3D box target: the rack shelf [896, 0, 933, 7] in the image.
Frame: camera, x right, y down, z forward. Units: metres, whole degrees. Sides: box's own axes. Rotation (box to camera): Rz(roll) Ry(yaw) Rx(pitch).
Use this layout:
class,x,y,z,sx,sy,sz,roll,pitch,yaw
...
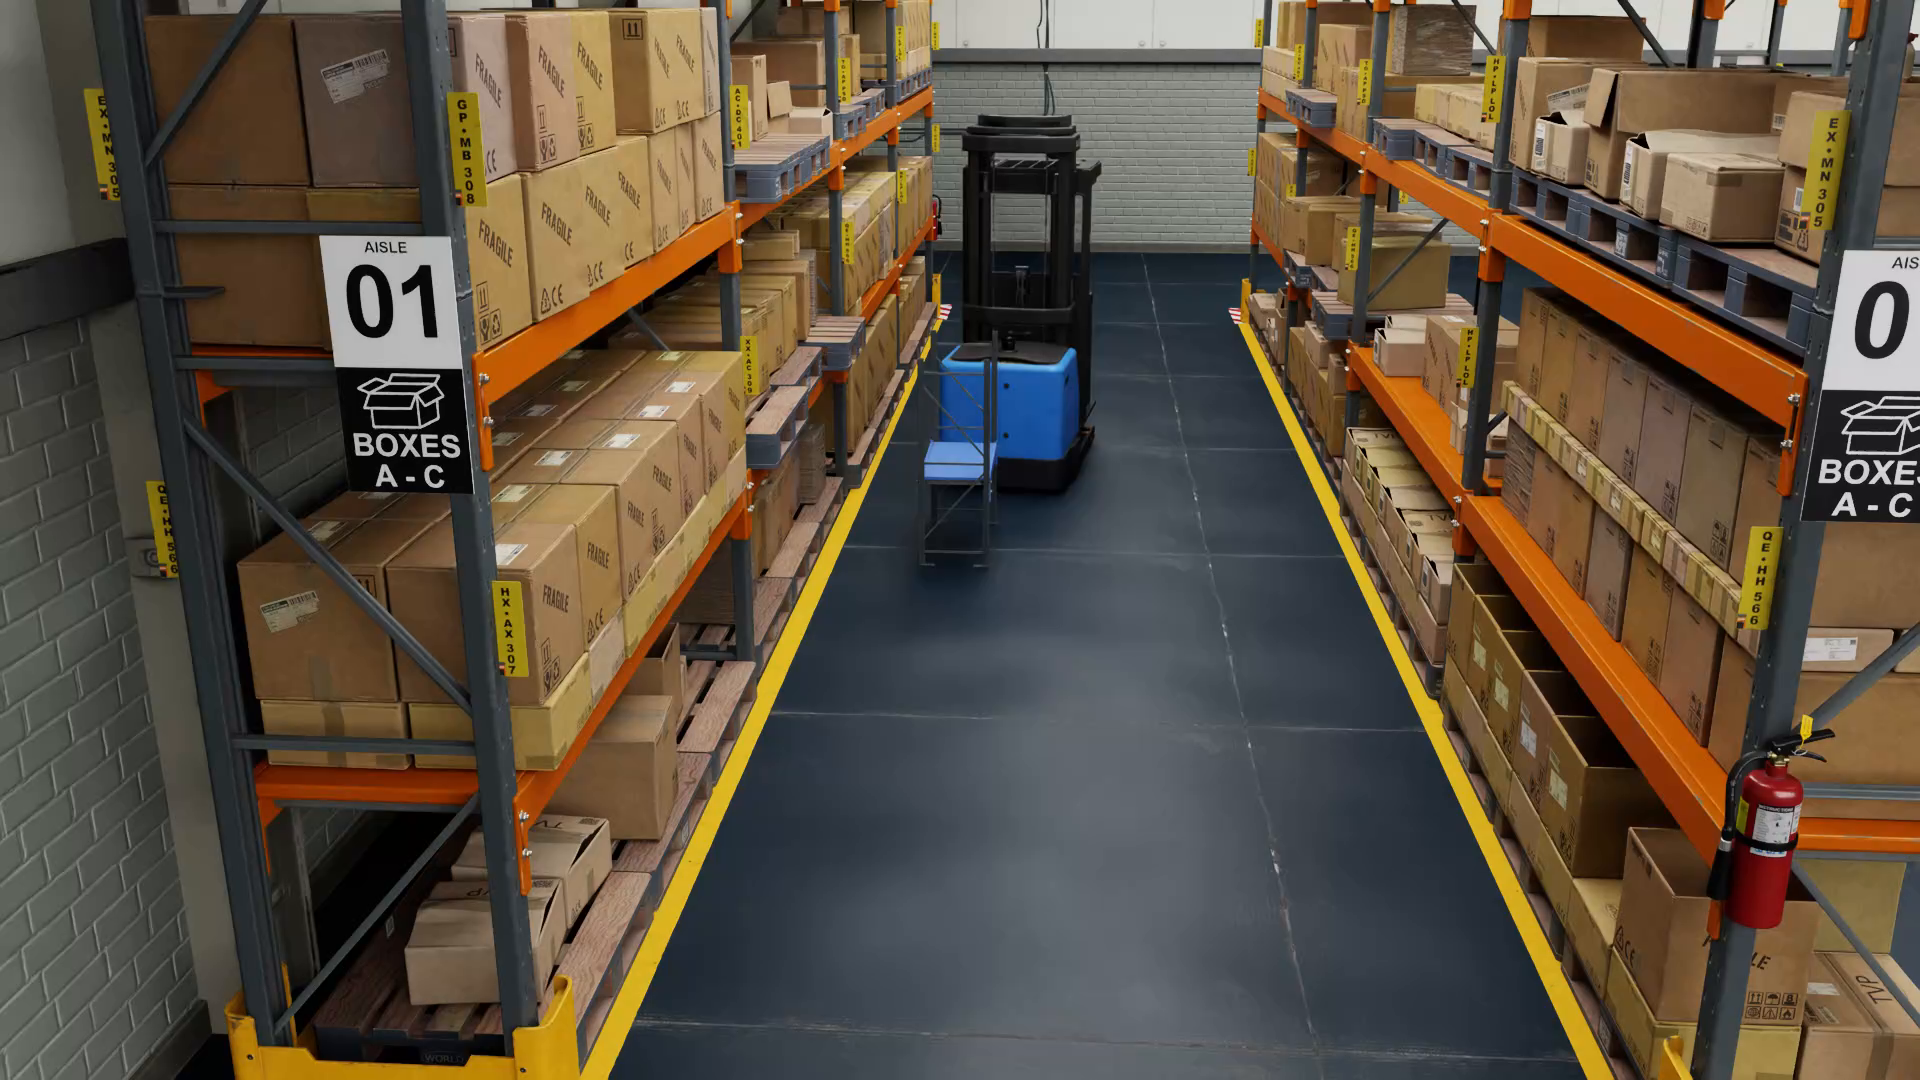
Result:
class,x,y,z,sx,sy,sz,roll,pitch,yaw
rack shelf,-0.985,-5.981,18.021,1.077,0.370,4.000,1,18,4

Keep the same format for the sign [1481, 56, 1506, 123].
class,x,y,z,sx,sy,sz,roll,pitch,yaw
sign,2.698,-2.276,8.400,0.100,0.325,0.005,1,18,4

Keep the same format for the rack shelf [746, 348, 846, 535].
class,x,y,z,sx,sy,sz,roll,pitch,yaw
rack shelf,-1.558,-0.835,11.311,1.077,0.370,4.000,1,18,4

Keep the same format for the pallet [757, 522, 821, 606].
class,x,y,z,sx,sy,sz,roll,pitch,yaw
pallet,-1.562,0.147,11.635,1.003,0.211,1.213,1,18,4

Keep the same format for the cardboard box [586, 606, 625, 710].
class,x,y,z,sx,sy,sz,roll,pitch,yaw
cardboard box,-1.614,0.442,6.466,0.500,0.250,0.500,1,18,2

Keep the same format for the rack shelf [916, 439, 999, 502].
class,x,y,z,sx,sy,sz,roll,pitch,yaw
rack shelf,-0.006,-0.515,12.165,0.538,0.185,1.000,1,18,4

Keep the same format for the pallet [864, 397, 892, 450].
class,x,y,z,sx,sy,sz,roll,pitch,yaw
pallet,-1.193,-1.094,15.424,1.003,0.211,1.213,1,18,4

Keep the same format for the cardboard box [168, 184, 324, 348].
class,x,y,z,sx,sy,sz,roll,pitch,yaw
cardboard box,-2.211,-0.931,5.439,0.500,0.500,0.500,3,18,8

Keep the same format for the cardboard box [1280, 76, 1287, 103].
class,x,y,z,sx,sy,sz,roll,pitch,yaw
cardboard box,3.656,-4.753,17.535,0.500,0.250,0.500,1,18,4

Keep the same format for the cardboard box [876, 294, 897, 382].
class,x,y,z,sx,sy,sz,roll,pitch,yaw
cardboard box,-1.045,-2.014,16.530,0.750,0.750,0.750,1,18,5

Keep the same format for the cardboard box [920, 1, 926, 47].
class,x,y,z,sx,sy,sz,roll,pitch,yaw
cardboard box,-0.668,-5.852,18.850,0.500,0.500,0.500,2,18,6

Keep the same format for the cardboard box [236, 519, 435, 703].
class,x,y,z,sx,sy,sz,roll,pitch,yaw
cardboard box,-2.167,0.240,5.876,0.500,0.500,0.500,1,18,3

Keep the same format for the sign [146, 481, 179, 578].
class,x,y,z,sx,sy,sz,roll,pitch,yaw
sign,-2.541,-0.033,5.339,0.100,0.325,0.005,1,18,4

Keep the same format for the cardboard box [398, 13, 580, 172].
class,x,y,z,sx,sy,sz,roll,pitch,yaw
cardboard box,-1.632,-1.540,5.691,0.500,0.500,0.500,1,18,3

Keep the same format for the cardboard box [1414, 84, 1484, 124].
class,x,y,z,sx,sy,sz,roll,pitch,yaw
cardboard box,3.550,-3.101,11.817,0.500,0.250,0.500,0,18,0

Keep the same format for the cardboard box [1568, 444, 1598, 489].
class,x,y,z,sx,sy,sz,roll,pitch,yaw
cardboard box,2.939,-0.323,7.389,0.380,0.149,0.250,1,18,2

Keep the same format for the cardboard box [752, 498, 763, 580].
class,x,y,z,sx,sy,sz,roll,pitch,yaw
cardboard box,-1.678,0.032,10.816,0.700,0.500,0.500,1,18,3

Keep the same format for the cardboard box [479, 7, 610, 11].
class,x,y,z,sx,sy,sz,roll,pitch,yaw
cardboard box,-2.022,-2.368,8.216,0.500,0.500,0.500,2,18,5

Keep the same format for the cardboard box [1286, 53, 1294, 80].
class,x,y,z,sx,sy,sz,roll,pitch,yaw
cardboard box,3.616,-4.835,16.983,0.500,0.250,0.500,1,18,4

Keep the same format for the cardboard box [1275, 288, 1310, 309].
class,x,y,z,sx,sy,sz,roll,pitch,yaw
cardboard box,3.943,-2.538,18.653,0.797,0.503,0.637,1,18,4

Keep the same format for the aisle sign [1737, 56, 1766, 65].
class,x,y,z,sx,sy,sz,roll,pitch,yaw
aisle sign,9.338,-5.313,19.646,0.394,0.787,0.004,1,18,4

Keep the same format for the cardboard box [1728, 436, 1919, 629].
class,x,y,z,sx,sy,sz,roll,pitch,yaw
cardboard box,3.003,-0.030,5.452,0.700,0.500,0.500,1,18,4

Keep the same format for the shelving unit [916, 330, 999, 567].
class,x,y,z,sx,sy,sz,roll,pitch,yaw
shelving unit,-0.006,-0.686,12.109,0.538,1.500,1.048,1,18,4

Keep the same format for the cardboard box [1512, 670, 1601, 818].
class,x,y,z,sx,sy,sz,roll,pitch,yaw
cardboard box,2.789,0.907,7.375,0.500,0.500,0.500,1,18,4

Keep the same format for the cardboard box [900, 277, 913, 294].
class,x,y,z,sx,sy,sz,roll,pitch,yaw
cardboard box,-0.728,-2.855,18.617,0.380,0.149,0.250,1,18,2

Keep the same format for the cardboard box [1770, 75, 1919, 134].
class,x,y,z,sx,sy,sz,roll,pitch,yaw
cardboard box,3.345,-1.453,6.163,0.500,0.500,0.500,1,18,4

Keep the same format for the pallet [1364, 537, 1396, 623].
class,x,y,z,sx,sy,sz,roll,pitch,yaw
pallet,3.338,0.269,11.264,1.003,0.211,1.213,1,18,4

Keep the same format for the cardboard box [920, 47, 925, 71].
class,x,y,z,sx,sy,sz,roll,pitch,yaw
cardboard box,-0.665,-5.489,18.947,0.500,0.250,0.500,1,18,2

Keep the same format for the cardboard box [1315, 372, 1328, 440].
class,x,y,z,sx,sy,sz,roll,pitch,yaw
cardboard box,3.397,-1.167,14.474,0.500,0.500,0.500,1,18,2

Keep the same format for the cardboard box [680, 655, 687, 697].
class,x,y,z,sx,sy,sz,roll,pitch,yaw
cardboard box,-1.710,0.748,9.166,0.380,0.166,0.250,-1,18,-3

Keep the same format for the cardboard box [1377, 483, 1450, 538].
class,x,y,z,sx,sy,sz,roll,pitch,yaw
cardboard box,3.092,-0.211,11.090,0.500,0.311,0.500,1,18,3

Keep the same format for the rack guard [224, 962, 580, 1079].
class,x,y,z,sx,sy,sz,roll,pitch,yaw
rack guard,-1.983,1.850,5.973,1.175,0.500,0.348,1,18,4

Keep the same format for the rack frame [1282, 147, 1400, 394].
class,x,y,z,sx,sy,sz,roll,pitch,yaw
rack frame,3.813,-2.931,16.552,1.000,3.000,0.127,1,18,4

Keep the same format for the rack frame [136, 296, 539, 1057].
class,x,y,z,sx,sy,sz,roll,pitch,yaw
rack frame,-1.988,0.686,5.512,1.000,3.000,0.127,1,18,4

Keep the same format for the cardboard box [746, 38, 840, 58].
class,x,y,z,sx,sy,sz,roll,pitch,yaw
cardboard box,-1.399,-3.970,14.036,0.700,0.500,0.500,2,18,7

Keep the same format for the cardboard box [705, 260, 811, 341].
class,x,y,z,sx,sy,sz,roll,pitch,yaw
cardboard box,-1.452,-1.735,12.032,0.700,0.500,0.500,0,18,-1

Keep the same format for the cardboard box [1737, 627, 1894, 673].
class,x,y,z,sx,sy,sz,roll,pitch,yaw
cardboard box,2.790,0.317,5.436,0.380,0.149,0.250,1,18,3

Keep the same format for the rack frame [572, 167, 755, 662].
class,x,y,z,sx,sy,sz,roll,pitch,yaw
rack frame,-1.702,-0.556,9.303,1.000,3.000,0.127,1,18,4

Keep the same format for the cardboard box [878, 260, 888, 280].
class,x,y,z,sx,sy,sz,roll,pitch,yaw
cardboard box,-0.888,-2.578,15.844,0.380,0.149,0.250,1,18,4

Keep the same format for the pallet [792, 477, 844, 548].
class,x,y,z,sx,sy,sz,roll,pitch,yaw
pallet,-1.472,-0.231,12.788,1.003,0.211,1.213,1,18,4

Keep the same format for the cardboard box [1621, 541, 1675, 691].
class,x,y,z,sx,sy,sz,roll,pitch,yaw
cardboard box,3.073,0.286,6.572,0.700,0.500,0.500,1,18,4

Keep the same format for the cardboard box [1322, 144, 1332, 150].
class,x,y,z,sx,sy,sz,roll,pitch,yaw
cardboard box,4.237,-4.074,18.274,0.500,0.500,0.500,2,18,6

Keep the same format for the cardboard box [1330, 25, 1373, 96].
class,x,y,z,sx,sy,sz,roll,pitch,yaw
cardboard box,3.678,-4.288,14.881,0.600,0.600,0.600,1,18,3

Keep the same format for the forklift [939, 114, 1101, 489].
class,x,y,z,sx,sy,sz,roll,pitch,yaw
forklift,0.615,-2.224,14.504,1.130,2.935,3.031,4,18,11

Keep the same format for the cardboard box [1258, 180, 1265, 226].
class,x,y,z,sx,sy,sz,roll,pitch,yaw
cardboard box,3.773,-3.929,19.436,0.500,0.500,0.500,1,18,3

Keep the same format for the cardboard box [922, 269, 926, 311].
class,x,y,z,sx,sy,sz,roll,pitch,yaw
cardboard box,-0.792,-3.075,20.331,0.700,0.500,0.500,1,18,4

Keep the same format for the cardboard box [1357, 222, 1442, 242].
class,x,y,z,sx,sy,sz,roll,pitch,yaw
cardboard box,3.715,-2.414,14.138,0.700,0.500,0.500,5,19,14

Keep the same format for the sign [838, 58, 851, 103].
class,x,y,z,sx,sy,sz,roll,pitch,yaw
sign,-0.874,-3.457,12.508,0.100,0.325,0.005,1,18,4

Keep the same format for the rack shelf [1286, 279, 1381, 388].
class,x,y,z,sx,sy,sz,roll,pitch,yaw
rack shelf,3.670,-1.968,14.768,1.077,0.370,4.000,1,18,4

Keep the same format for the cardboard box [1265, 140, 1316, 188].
class,x,y,z,sx,sy,sz,roll,pitch,yaw
cardboard box,3.734,-4.247,18.799,0.500,0.500,0.500,2,18,5

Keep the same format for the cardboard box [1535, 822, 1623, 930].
class,x,y,z,sx,sy,sz,roll,pitch,yaw
cardboard box,2.755,1.419,7.018,0.500,0.250,0.500,1,18,4

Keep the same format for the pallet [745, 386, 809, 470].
class,x,y,z,sx,sy,sz,roll,pitch,yaw
pallet,-1.502,-0.699,10.047,1.003,0.211,1.213,1,18,4

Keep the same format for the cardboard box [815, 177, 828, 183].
class,x,y,z,sx,sy,sz,roll,pitch,yaw
cardboard box,-1.452,-3.296,15.789,0.500,0.250,0.500,1,18,5

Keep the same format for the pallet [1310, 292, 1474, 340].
class,x,y,z,sx,sy,sz,roll,pitch,yaw
pallet,3.505,-1.810,13.437,1.213,0.211,1.003,1,18,4

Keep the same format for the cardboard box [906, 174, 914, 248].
class,x,y,z,sx,sy,sz,roll,pitch,yaw
cardboard box,-1.015,-3.578,18.043,0.980,0.700,0.700,1,18,3

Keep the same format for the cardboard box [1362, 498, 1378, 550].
class,x,y,z,sx,sy,sz,roll,pitch,yaw
cardboard box,3.129,-0.108,11.677,0.500,0.250,0.500,1,18,2
